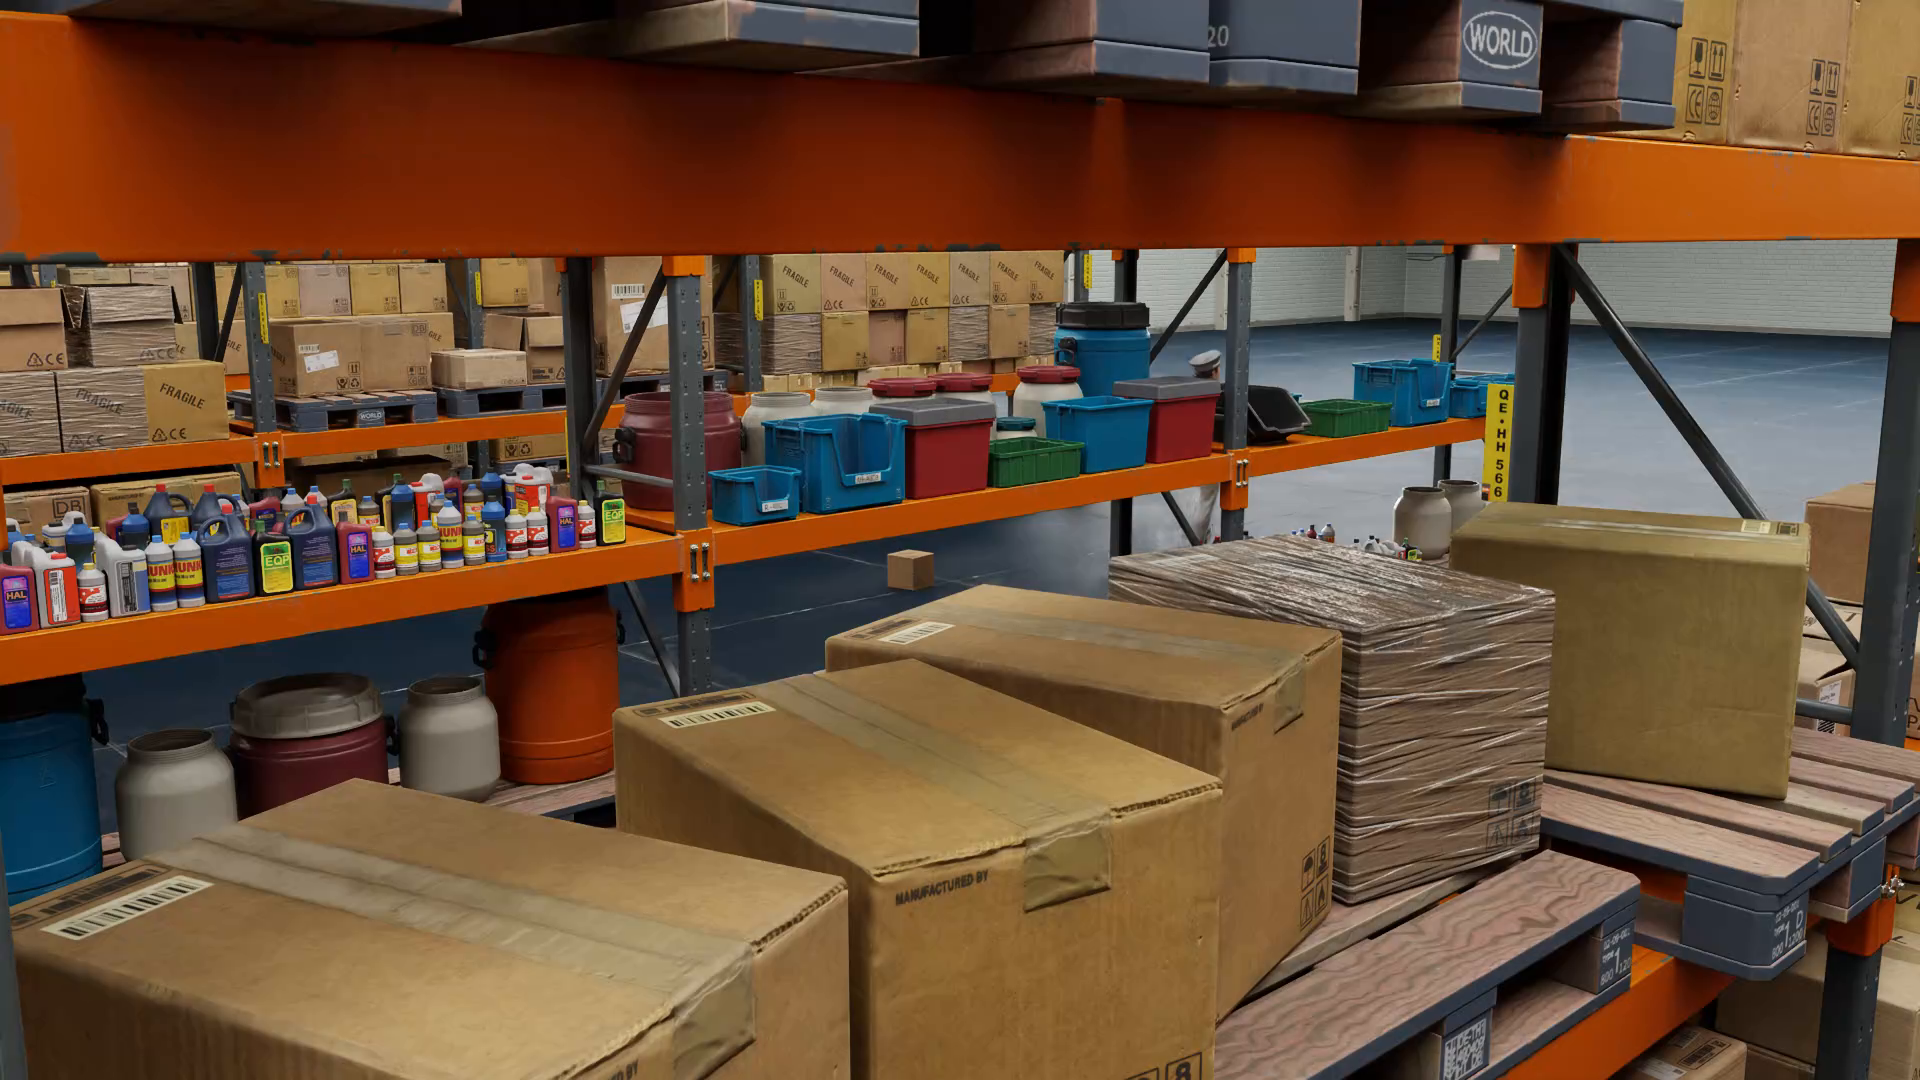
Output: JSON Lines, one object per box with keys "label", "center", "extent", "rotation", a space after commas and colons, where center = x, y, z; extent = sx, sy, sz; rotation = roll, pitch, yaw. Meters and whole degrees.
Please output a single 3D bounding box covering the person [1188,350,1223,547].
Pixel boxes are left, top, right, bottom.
{"label": "person", "center": [1.998, -0.654, 13.301], "extent": [0.500, 1.729, 0.523], "rotation": [-10, 14, -41]}
